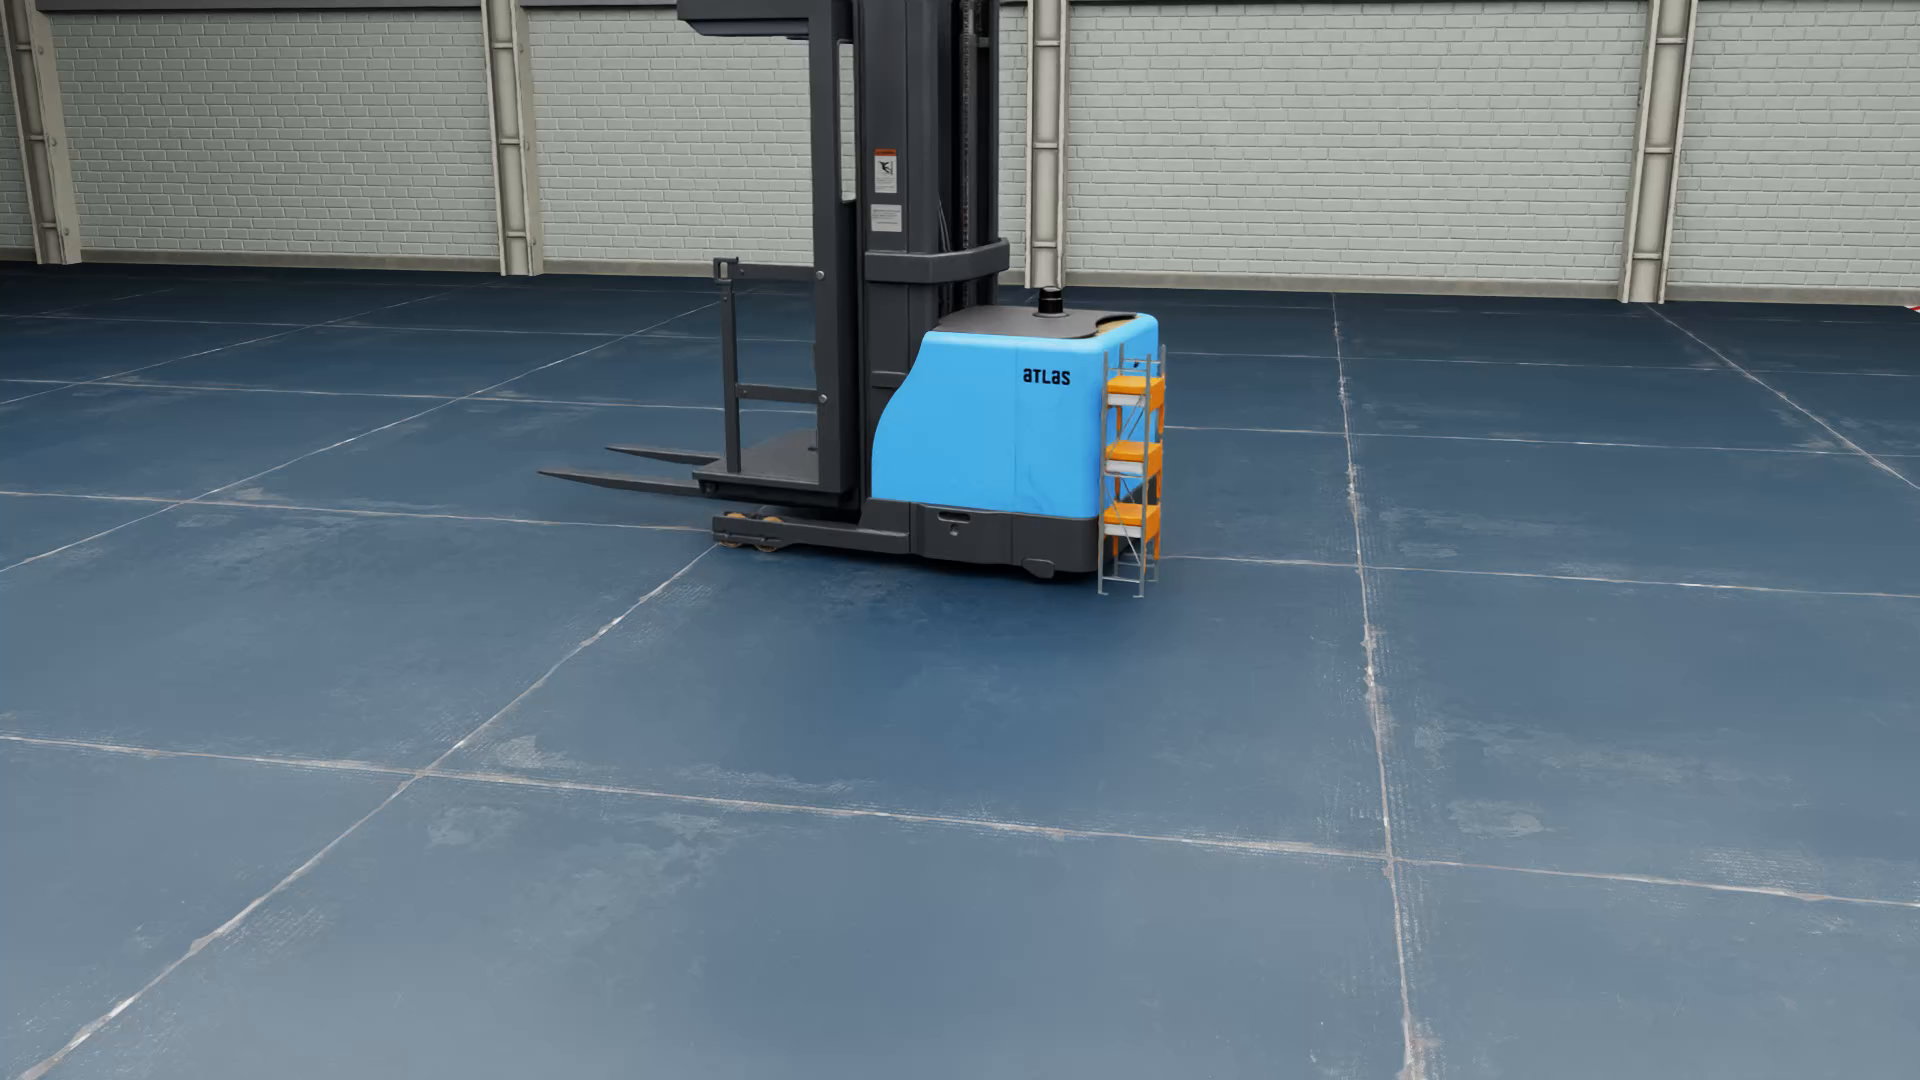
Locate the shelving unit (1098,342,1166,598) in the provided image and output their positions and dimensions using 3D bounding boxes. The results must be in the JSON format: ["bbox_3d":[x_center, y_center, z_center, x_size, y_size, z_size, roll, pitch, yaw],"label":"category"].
[{"bbox_3d":[0.733,-0.298,7.101,0.215,1.050,0.252,6,17,20],"label":"shelving unit"}]

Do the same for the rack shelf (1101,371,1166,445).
[{"bbox_3d":[0.733,-0.561,7.028,0.215,0.259,0.240,6,17,20],"label":"rack shelf"}]

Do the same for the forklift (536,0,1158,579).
[{"bbox_3d":[-0.624,-1.476,7.831,3.031,2.935,1.130,6,17,21],"label":"forklift"}]

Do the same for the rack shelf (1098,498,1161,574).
[{"bbox_3d":[0.732,-0.020,7.178,0.215,0.259,0.240,6,17,20],"label":"rack shelf"}]

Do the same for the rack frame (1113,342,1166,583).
[{"bbox_3d":[0.776,-0.329,7.211,0.200,1.050,0.008,6,17,20],"label":"rack frame"}]

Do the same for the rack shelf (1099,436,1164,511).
[{"bbox_3d":[0.733,-0.288,7.104,0.215,0.259,0.240,6,17,20],"label":"rack shelf"}]

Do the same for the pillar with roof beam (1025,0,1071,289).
[{"bbox_3d":[0.052,-5.914,12.484,0.400,9.000,9.100,3,16,11],"label":"pillar with roof beam"}]

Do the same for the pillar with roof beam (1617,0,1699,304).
[{"bbox_3d":[5.932,-5.595,11.332,0.400,9.000,9.100,3,16,11],"label":"pillar with roof beam"}]

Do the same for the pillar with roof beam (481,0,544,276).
[{"bbox_3d":[-5.827,-6.233,13.637,0.400,9.000,9.100,3,16,11],"label":"pillar with roof beam"}]

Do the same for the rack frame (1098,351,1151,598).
[{"bbox_3d":[0.689,-0.268,6.992,0.200,1.050,0.008,6,17,20],"label":"rack frame"}]

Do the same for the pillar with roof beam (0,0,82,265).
[{"bbox_3d":[-11.707,-6.552,14.789,0.400,9.000,9.100,3,16,11],"label":"pillar with roof beam"}]
